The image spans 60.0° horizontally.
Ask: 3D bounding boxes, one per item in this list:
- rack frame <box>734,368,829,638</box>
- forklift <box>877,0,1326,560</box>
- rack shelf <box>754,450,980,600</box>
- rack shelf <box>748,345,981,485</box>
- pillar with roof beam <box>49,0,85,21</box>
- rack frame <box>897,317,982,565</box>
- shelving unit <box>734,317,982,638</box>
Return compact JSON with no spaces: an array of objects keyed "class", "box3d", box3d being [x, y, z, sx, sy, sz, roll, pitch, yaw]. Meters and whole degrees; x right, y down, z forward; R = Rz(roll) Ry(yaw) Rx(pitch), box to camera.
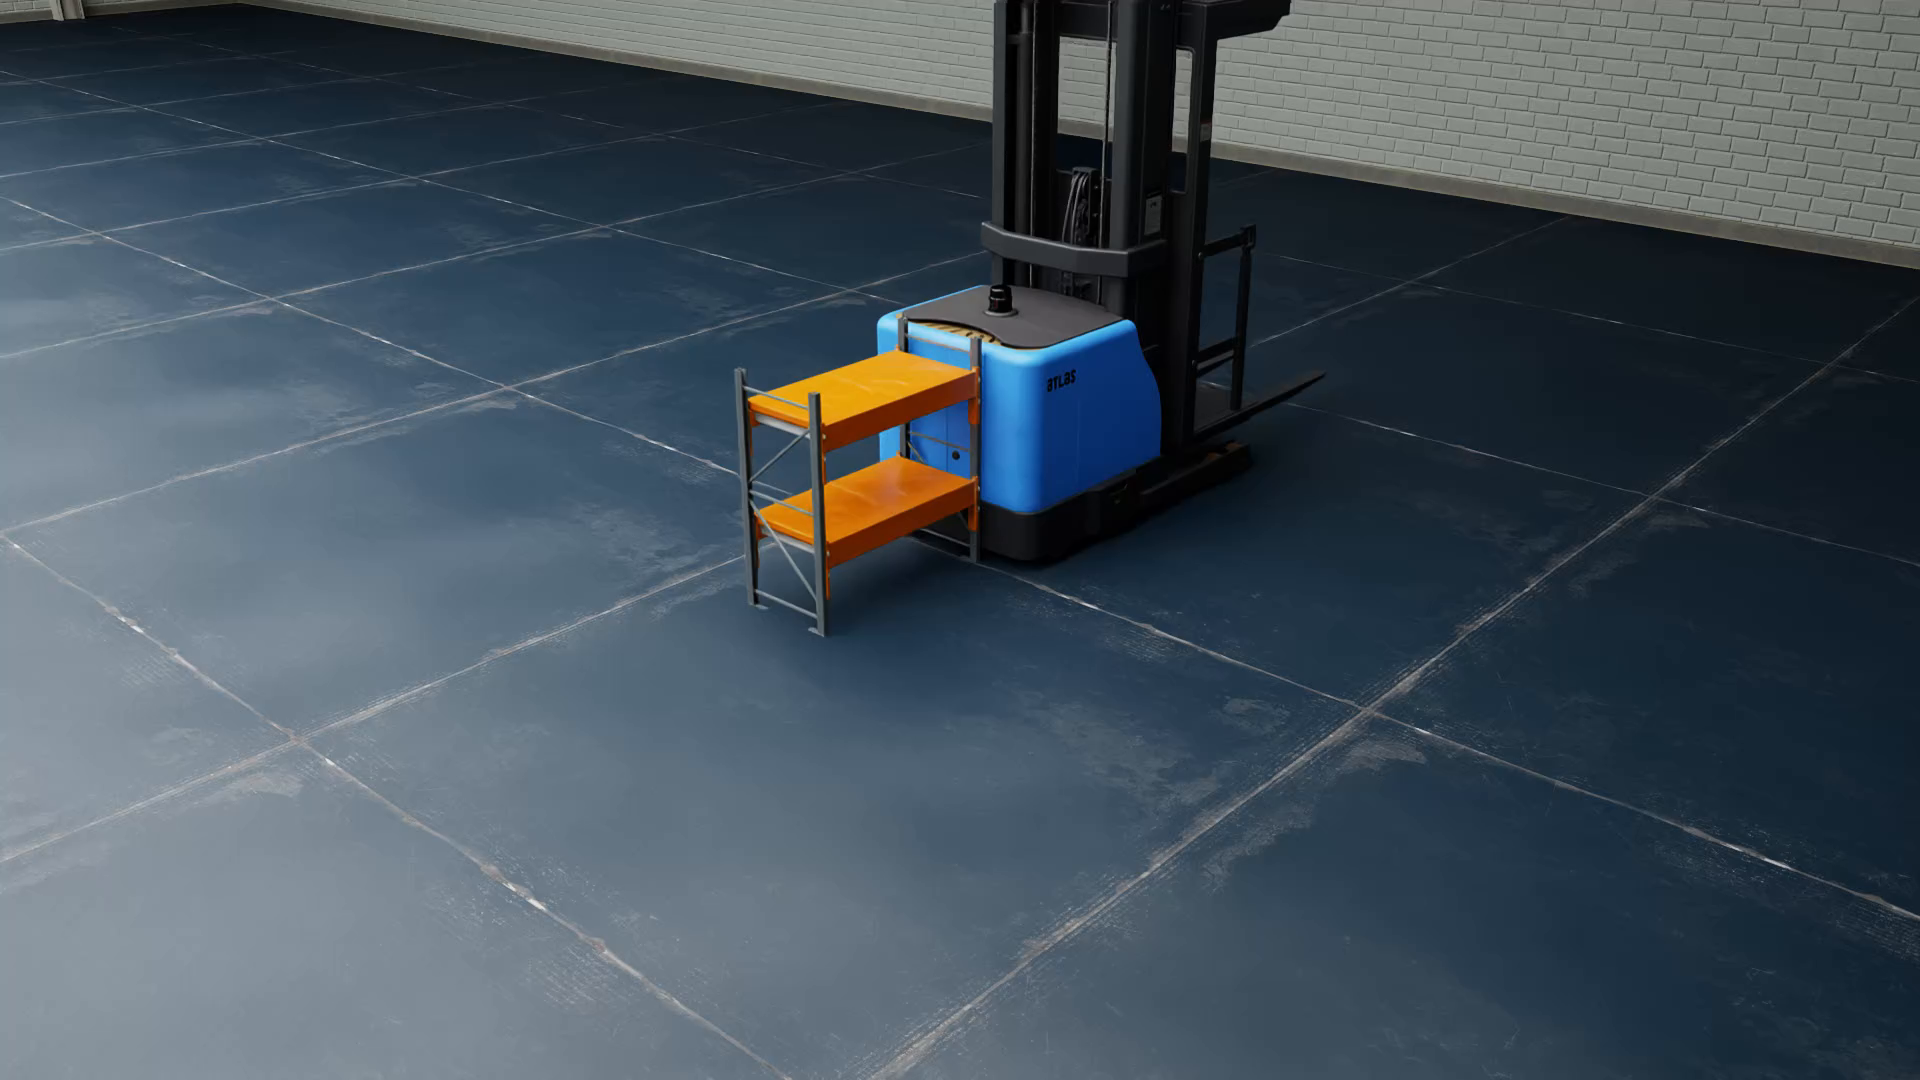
[{"class":"rack frame","box3d":[-0.772,-0.156,7.224,0.500,1.125,0.032,20,31,37]},{"class":"forklift","box3d":[0.934,-1.762,8.598,1.130,2.935,3.031,20,31,37]},{"class":"rack shelf","box3d":[-0.435,-0.089,7.671,0.538,0.278,1.000,20,31,37]},{"class":"rack shelf","box3d":[-0.435,-0.579,7.451,0.538,0.278,1.000,20,31,37]},{"class":"pillar with roof beam","box3d":[-11.491,-11.531,22.969,9.100,9.000,0.400,20,31,38]},{"class":"rack frame","box3d":[-0.098,-0.468,7.919,0.500,1.125,0.032,20,31,37]},{"class":"shelving unit","box3d":[-0.435,-0.312,7.571,0.538,1.125,1.048,20,31,37]}]
